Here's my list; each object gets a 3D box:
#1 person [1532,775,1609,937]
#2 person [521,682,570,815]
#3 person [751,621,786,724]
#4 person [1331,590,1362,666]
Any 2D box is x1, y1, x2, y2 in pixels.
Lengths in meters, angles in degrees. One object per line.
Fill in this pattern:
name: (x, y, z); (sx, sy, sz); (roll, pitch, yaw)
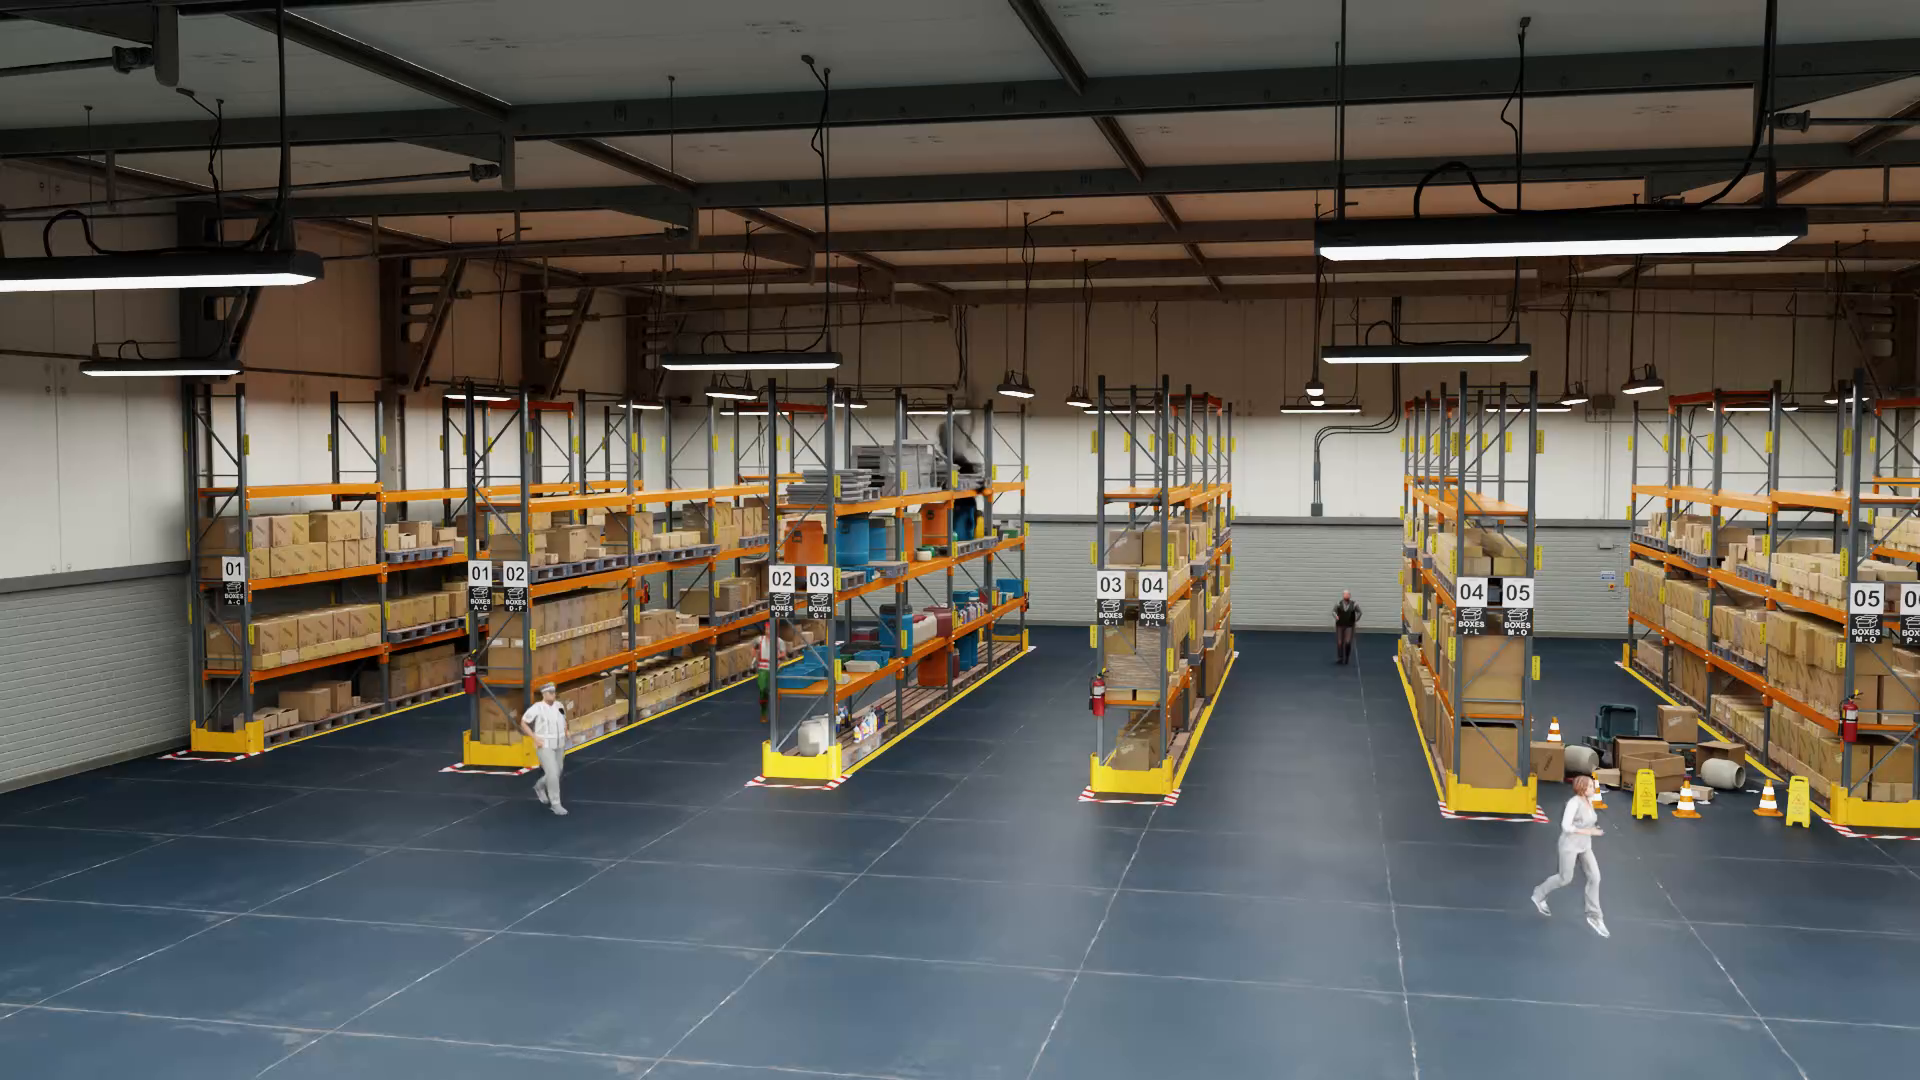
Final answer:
person: (6.343, 3.220, 17.237); (0.562, 1.617, 0.887); (-3, 4, -39)
person: (-5.624, 2.820, 22.730); (0.786, 1.790, 0.666); (2, 4, 37)
person: (-3.461, 2.385, 30.089); (0.645, 1.848, 0.772); (0, 3, -4)
person: (8.744, 1.996, 37.710); (0.661, 1.716, 0.634); (1, 4, 22)
